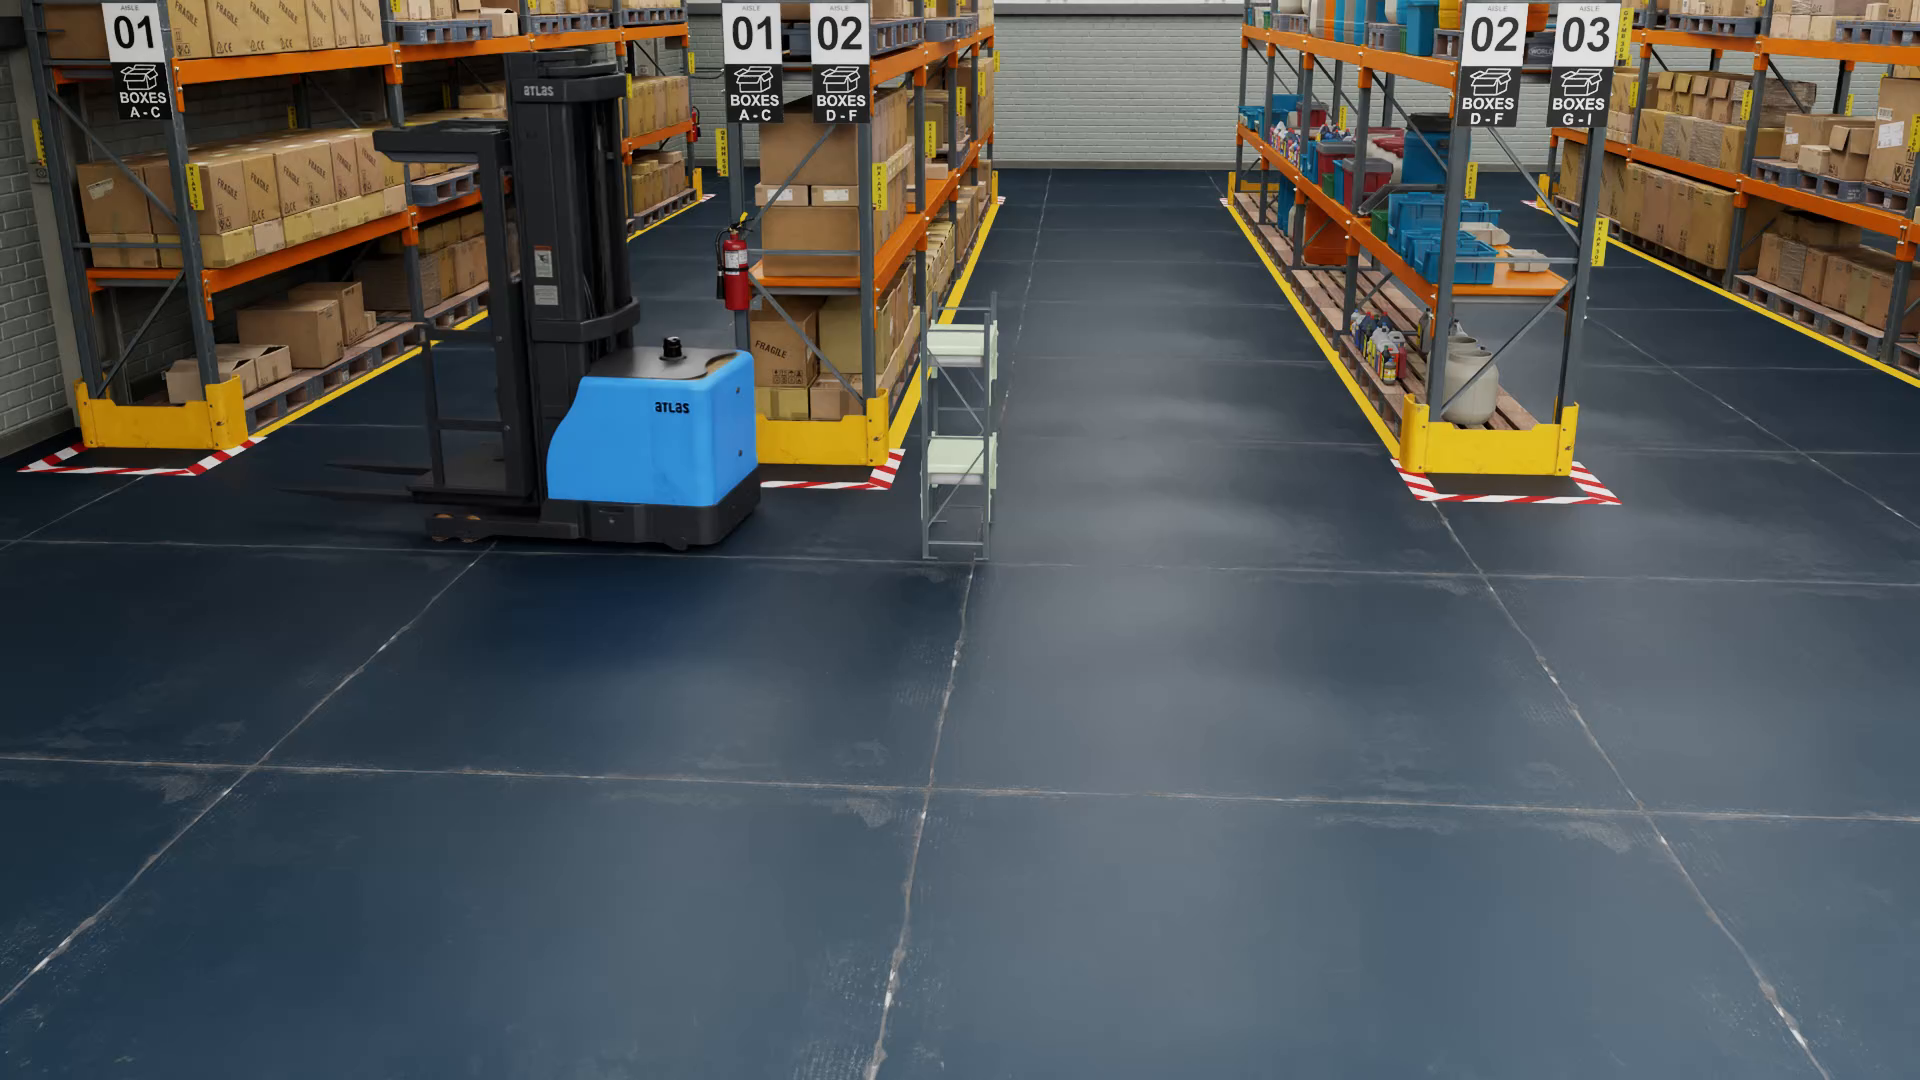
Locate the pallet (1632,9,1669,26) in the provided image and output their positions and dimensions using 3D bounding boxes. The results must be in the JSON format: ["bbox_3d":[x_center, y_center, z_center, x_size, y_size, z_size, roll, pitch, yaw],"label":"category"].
[{"bbox_3d":[9.695,-7.176,22.831,1.003,0.211,1.213,1,18,4],"label":"pallet"}]

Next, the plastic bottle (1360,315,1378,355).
[{"bbox_3d":[3.627,-1.815,14.692,0.144,0.351,0.185,1,18,2],"label":"plastic bottle"}]

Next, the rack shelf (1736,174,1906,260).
[{"bbox_3d":[9.196,-3.333,16.934,1.077,0.370,4.000,1,18,4],"label":"rack shelf"}]

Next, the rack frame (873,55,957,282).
[{"bbox_3d":[-0.542,-4.519,19.396,1.000,3.000,0.127,1,18,4],"label":"rack frame"}]

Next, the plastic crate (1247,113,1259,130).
[{"bbox_3d":[4.510,-6.269,24.911,0.416,0.233,0.300,1,18,4],"label":"plastic crate"}]

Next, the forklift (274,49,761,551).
[{"bbox_3d":[-2.879,-1.532,10.393,3.031,2.935,1.130,3,18,10],"label":"forklift"}]

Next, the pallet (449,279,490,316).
[{"bbox_3d":[-5.630,-2.683,18.271,1.003,0.211,1.213,1,18,4],"label":"pallet"}]

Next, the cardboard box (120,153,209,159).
[{"bbox_3d":[-6.189,-2.745,12.989,0.500,0.500,0.500,2,18,5],"label":"cardboard box"}]

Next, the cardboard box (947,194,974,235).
[{"bbox_3d":[-0.085,-4.314,22.078,0.500,0.500,0.500,2,18,5],"label":"cardboard box"}]

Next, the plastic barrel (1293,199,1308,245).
[{"bbox_3d":[4.498,-3.964,20.901,0.600,0.588,0.708,1,18,4],"label":"plastic barrel"}]

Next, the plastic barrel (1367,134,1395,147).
[{"bbox_3d":[4.538,-4.136,18.048,0.421,0.512,0.421,0,18,0],"label":"plastic barrel"}]

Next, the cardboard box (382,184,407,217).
[{"bbox_3d":[-5.501,-3.170,15.490,0.500,0.250,0.500,1,18,4],"label":"cardboard box"}]

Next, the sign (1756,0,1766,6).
[{"bbox_3d":[8.786,-6.020,18.204,0.100,0.325,0.005,1,18,4],"label":"sign"}]

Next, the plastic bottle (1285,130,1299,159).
[{"bbox_3d":[4.137,-4.922,20.707,0.144,0.351,0.185,1,18,4],"label":"plastic bottle"}]

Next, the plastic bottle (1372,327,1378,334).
[{"bbox_3d":[3.654,-1.731,14.563,0.097,0.271,0.097,0,18,0],"label":"plastic bottle"}]

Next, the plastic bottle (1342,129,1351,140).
[{"bbox_3d":[4.867,-4.991,20.917,0.144,0.351,0.185,1,18,4],"label":"plastic bottle"}]

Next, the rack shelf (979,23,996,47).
[{"bbox_3d":[-0.111,-7.466,24.728,1.077,0.370,4.000,1,18,4],"label":"rack shelf"}]

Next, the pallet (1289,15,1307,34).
[{"bbox_3d":[4.648,-6.387,20.584,1.003,0.211,1.213,1,18,4],"label":"pallet"}]

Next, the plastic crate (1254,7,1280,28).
[{"bbox_3d":[4.506,-7.579,24.110,0.437,0.282,0.530,1,18,4],"label":"plastic crate"}]

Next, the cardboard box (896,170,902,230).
[{"bbox_3d":[-0.885,-3.022,14.668,0.700,0.500,0.500,1,18,3],"label":"cardboard box"}]

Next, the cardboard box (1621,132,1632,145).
[{"bbox_3d":[9.321,-5.521,22.860,0.380,0.149,0.250,1,18,4],"label":"cardboard box"}]

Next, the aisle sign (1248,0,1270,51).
[{"bbox_3d":[4.681,-8.156,26.322,0.394,0.787,0.004,1,18,4],"label":"aisle sign"}]

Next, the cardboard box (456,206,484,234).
[{"bbox_3d":[-5.586,-3.605,18.712,0.500,0.250,0.500,2,18,5],"label":"cardboard box"}]

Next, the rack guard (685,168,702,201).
[{"bbox_3d":[-4.908,-5.932,27.725,1.175,0.500,0.348,1,18,4],"label":"rack guard"}]

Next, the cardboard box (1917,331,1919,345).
[{"bbox_3d":[8.984,-1.943,14.874,0.500,0.500,0.500,1,18,2],"label":"cardboard box"}]

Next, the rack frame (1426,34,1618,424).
[{"bbox_3d":[3.825,-1.922,11.473,1.000,3.000,0.127,1,18,4],"label":"rack frame"}]

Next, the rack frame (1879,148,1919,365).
[{"bbox_3d":[9.052,-3.054,14.927,1.000,3.000,0.127,1,18,4],"label":"rack frame"}]

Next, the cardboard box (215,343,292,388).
[{"bbox_3d":[-5.876,-1.465,13.688,0.500,0.311,0.500,3,18,8],"label":"cardboard box"}]

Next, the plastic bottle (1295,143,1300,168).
[{"bbox_3d":[4.019,-4.558,19.705,0.061,0.283,0.133,1,18,4],"label":"plastic bottle"}]

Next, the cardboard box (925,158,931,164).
[{"bbox_3d":[-0.611,-4.364,19.068,0.500,0.311,0.500,2,18,7],"label":"cardboard box"}]

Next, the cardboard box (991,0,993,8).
[{"bbox_3d":[0.249,-8.430,25.953,0.500,0.250,0.500,1,18,4],"label":"cardboard box"}]

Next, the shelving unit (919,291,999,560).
[{"bbox_3d":[0.000,-0.711,10.183,0.431,1.500,0.755,1,18,4],"label":"shelving unit"}]

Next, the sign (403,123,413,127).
[{"bbox_3d":[-5.228,-3.788,15.774,0.100,0.325,0.005,1,18,4],"label":"sign"}]

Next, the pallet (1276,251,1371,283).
[{"bbox_3d":[4.414,-3.328,20.240,1.003,0.211,1.213,1,18,4],"label":"pallet"}]

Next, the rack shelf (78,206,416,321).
[{"bbox_3d":[-5.913,-2.423,14.155,1.077,0.370,4.000,1,18,4],"label":"rack shelf"}]

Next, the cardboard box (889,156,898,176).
[{"bbox_3d":[-0.727,-3.149,14.013,0.380,0.149,0.250,2,18,5],"label":"cardboard box"}]

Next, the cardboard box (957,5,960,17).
[{"bbox_3d":[-0.470,-6.448,20.306,0.910,0.500,0.500,1,18,4],"label":"cardboard box"}]

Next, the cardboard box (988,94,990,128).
[{"bbox_3d":[0.196,-6.590,25.556,0.500,0.500,0.500,1,18,4],"label":"cardboard box"}]

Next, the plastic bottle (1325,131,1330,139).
[{"bbox_3d":[4.792,-5.185,21.638,0.097,0.271,0.097,0,18,0],"label":"plastic bottle"}]

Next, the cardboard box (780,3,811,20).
[{"bbox_3d":[-1.070,-3.953,11.788,0.797,0.503,0.637,3,18,8],"label":"cardboard box"}]

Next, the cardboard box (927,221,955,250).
[{"bbox_3d":[-0.333,-3.510,19.159,0.500,0.311,0.500,2,18,5],"label":"cardboard box"}]

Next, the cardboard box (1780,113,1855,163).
[{"bbox_3d":[9.340,-4.375,18.122,0.500,0.500,0.500,-1,18,-3],"label":"cardboard box"}]

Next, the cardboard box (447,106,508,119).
[{"bbox_3d":[-5.506,-4.739,19.200,0.700,0.500,0.500,-1,18,-3],"label":"cardboard box"}]

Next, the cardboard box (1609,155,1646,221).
[{"bbox_3d":[9.753,-4.932,23.395,0.875,0.875,0.875,1,18,4],"label":"cardboard box"}]

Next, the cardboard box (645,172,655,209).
[{"bbox_3d":[-5.001,-5.268,25.023,0.700,0.500,0.500,1,18,3],"label":"cardboard box"}]

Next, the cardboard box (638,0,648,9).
[{"bbox_3d":[-4.833,-7.838,24.116,0.500,0.250,0.500,1,18,3],"label":"cardboard box"}]

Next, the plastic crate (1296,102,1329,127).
[{"bbox_3d":[5.000,-5.980,23.657,0.402,0.464,0.583,1,18,4],"label":"plastic crate"}]

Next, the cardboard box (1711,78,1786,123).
[{"bbox_3d":[9.457,-5.250,19.856,0.797,0.503,0.637,2,18,5],"label":"cardboard box"}]

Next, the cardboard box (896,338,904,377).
[{"bbox_3d":[-0.746,-1.554,14.091,0.500,0.250,0.500,1,18,4],"label":"cardboard box"}]

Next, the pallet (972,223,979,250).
[{"bbox_3d":[-0.275,-4.182,22.848,1.003,0.211,1.213,1,18,4],"label":"pallet"}]

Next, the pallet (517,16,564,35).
[{"bbox_3d":[-5.490,-6.165,19.906,1.213,0.211,1.003,2,18,6],"label":"pallet"}]

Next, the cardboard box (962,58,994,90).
[{"bbox_3d":[0.274,-7.382,26.367,0.500,0.500,0.500,1,18,3],"label":"cardboard box"}]

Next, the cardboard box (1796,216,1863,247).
[{"bbox_3d":[9.293,-3.300,17.781,0.500,0.250,0.500,3,18,10],"label":"cardboard box"}]

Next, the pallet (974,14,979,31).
[{"bbox_3d":[-0.372,-6.896,22.137,1.213,0.211,1.003,1,18,4],"label":"pallet"}]

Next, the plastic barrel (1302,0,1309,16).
[{"bbox_3d":[4.376,-6.651,20.192,0.433,0.535,0.433,0,18,0],"label":"plastic barrel"}]
